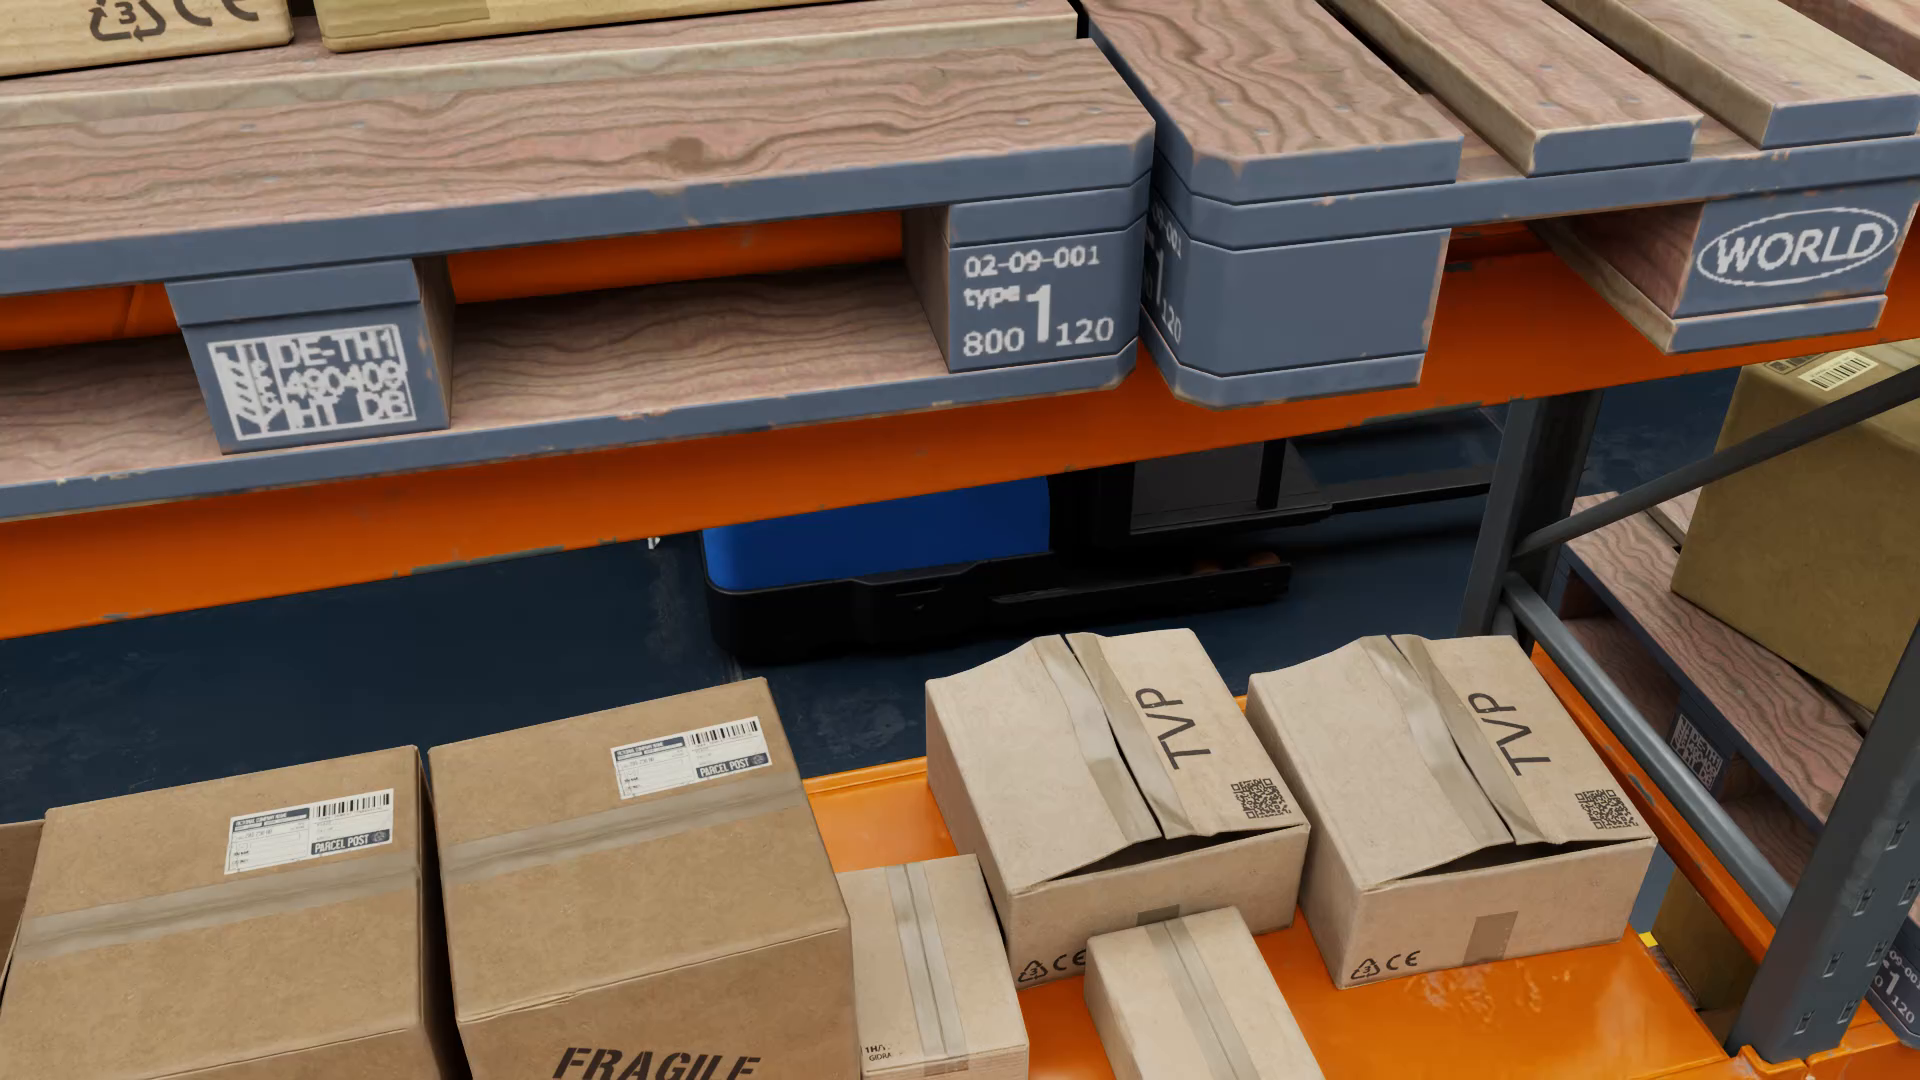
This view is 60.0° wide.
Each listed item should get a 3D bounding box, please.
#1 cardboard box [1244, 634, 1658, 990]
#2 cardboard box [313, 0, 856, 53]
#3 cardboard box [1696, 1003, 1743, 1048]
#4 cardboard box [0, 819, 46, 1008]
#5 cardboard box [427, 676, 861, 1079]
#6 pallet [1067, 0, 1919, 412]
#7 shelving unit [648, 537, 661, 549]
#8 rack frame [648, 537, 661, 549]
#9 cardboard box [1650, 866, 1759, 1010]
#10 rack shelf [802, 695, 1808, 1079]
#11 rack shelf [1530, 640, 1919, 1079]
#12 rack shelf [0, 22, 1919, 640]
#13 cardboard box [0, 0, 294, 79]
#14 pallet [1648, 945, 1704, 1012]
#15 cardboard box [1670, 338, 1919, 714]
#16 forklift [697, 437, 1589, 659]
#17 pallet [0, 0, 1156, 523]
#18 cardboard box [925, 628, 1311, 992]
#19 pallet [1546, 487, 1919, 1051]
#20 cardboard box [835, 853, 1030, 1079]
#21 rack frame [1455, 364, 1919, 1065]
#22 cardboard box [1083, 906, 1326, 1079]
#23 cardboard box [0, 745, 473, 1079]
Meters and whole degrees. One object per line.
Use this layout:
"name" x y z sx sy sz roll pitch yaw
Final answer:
"cardboard box" 0.798 0.423 2.801 0.500 0.311 0.500 -7 38 -9
"cardboard box" -0.319 -0.660 1.453 0.500 0.250 0.500 -10 39 -13
"cardboard box" 1.675 1.270 3.317 0.500 0.500 0.500 -8 38 -10
"cardboard box" -1.447 0.754 2.213 0.500 0.500 0.500 -7 38 -9
"cardboard box" -0.455 0.592 2.426 0.500 0.500 0.500 -11 39 -14
"pallet" 0.529 -0.601 1.753 1.003 0.211 1.213 -8 38 -10
"shelving unit" -1.247 -0.567 5.502 0.503 1.200 0.258 12 39 16
"rack frame" -1.017 -0.516 5.436 0.015 1.200 0.240 12 39 16
"cardboard box" 2.002 0.888 3.815 0.500 0.500 0.500 -8 38 -10
"rack shelf" -0.770 0.958 2.620 4.000 0.370 1.077 -9 38 -12
"rack shelf" 3.091 0.325 3.449 4.000 0.370 1.077 -9 38 -12
"rack shelf" -0.770 -0.233 1.709 4.000 0.370 1.077 -9 38 -12
"cardboard box" -0.839 -0.576 1.343 0.500 0.250 0.500 -12 39 -16
"pallet" 1.891 1.367 3.789 1.213 0.211 1.003 -9 38 -12
"cardboard box" 1.739 -0.016 2.875 0.500 0.500 0.700 -23 43 -27
"forklift" 0.614 -1.243 4.963 3.031 2.935 1.130 -7 38 -10
"pallet" -0.550 -0.422 1.519 1.213 0.211 1.003 -8 38 -10
"cardboard box" 0.247 0.419 2.806 0.500 0.311 0.500 -10 38 -12
"pallet" 1.797 0.284 3.068 1.003 0.211 1.213 -9 38 -12
"cardboard box" -0.056 0.691 2.585 0.250 0.149 0.380 -7 38 -9
"rack frame" 1.161 0.356 2.816 0.127 3.000 1.000 -9 38 -12
"cardboard box" 0.364 0.760 2.494 0.250 0.149 0.380 -9 38 -12
"cardboard box" -0.963 0.675 2.317 0.500 0.500 0.500 -9 38 -12
